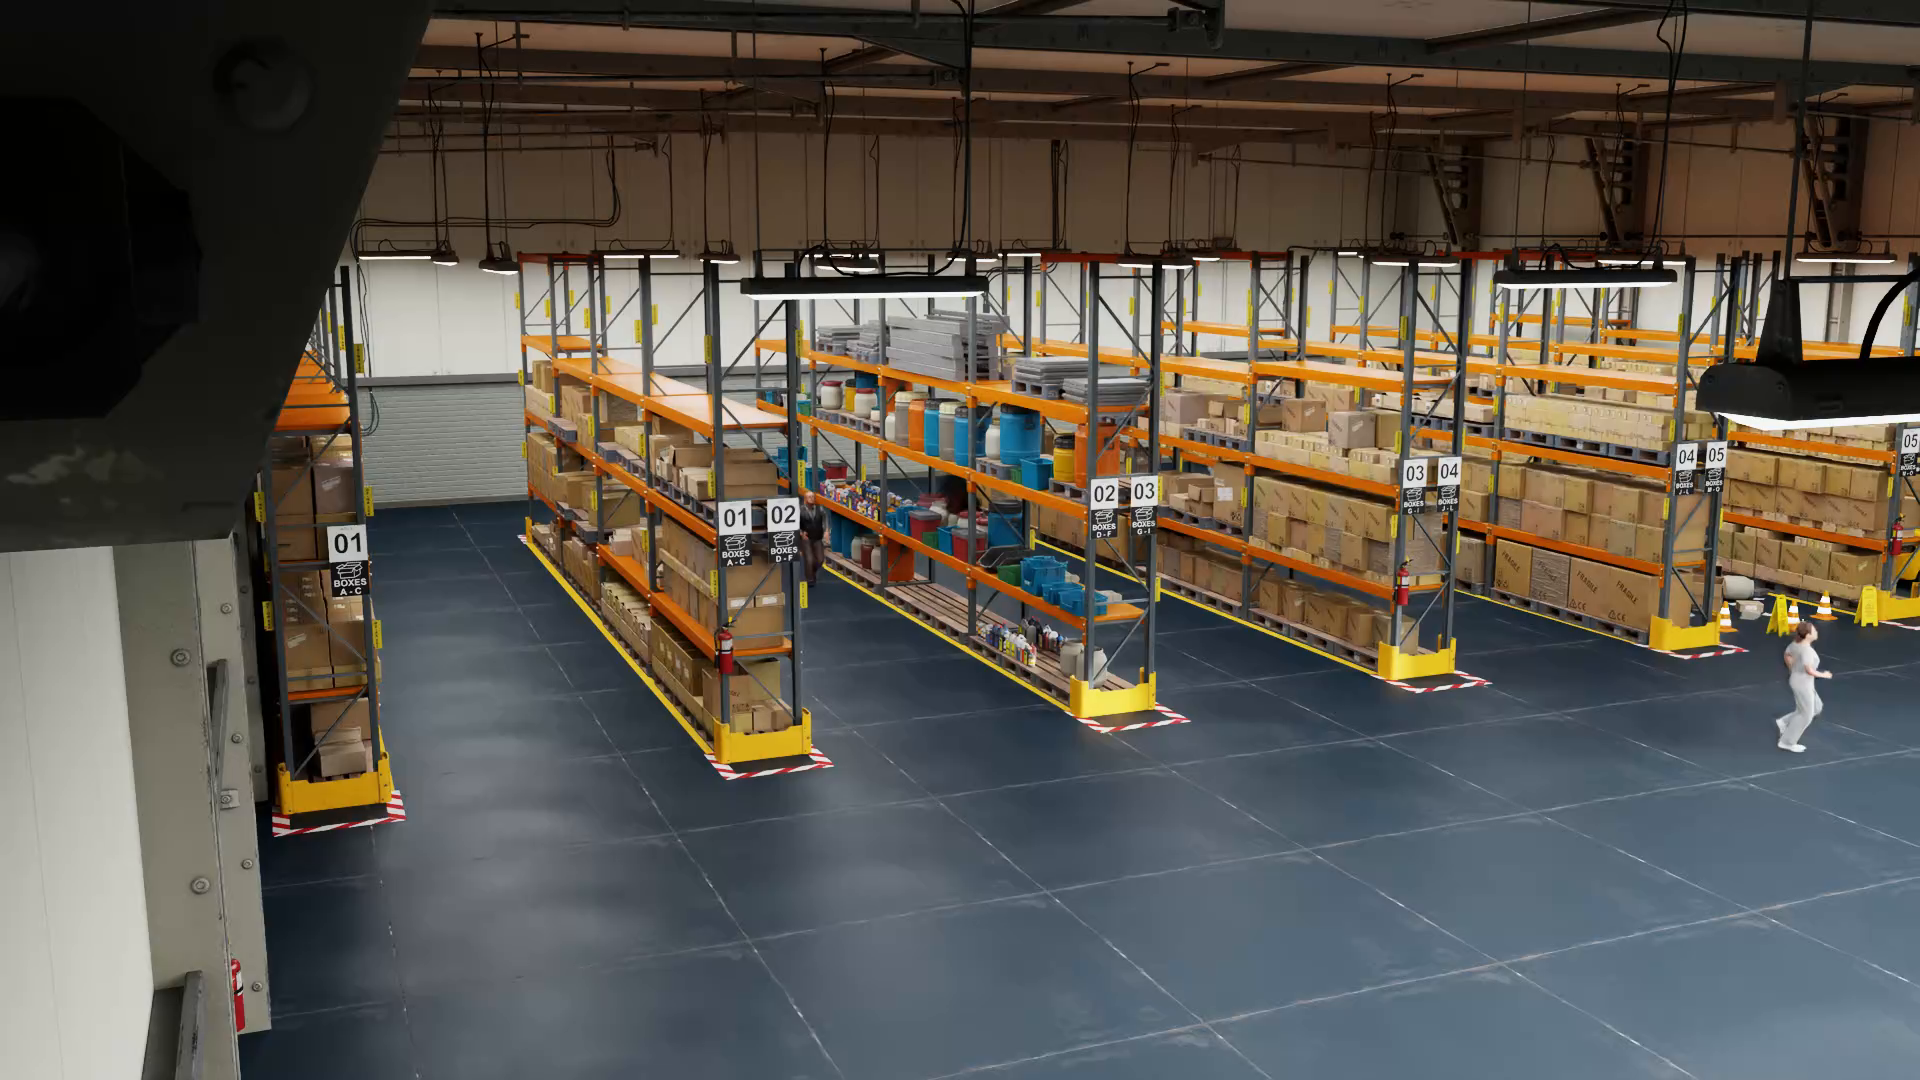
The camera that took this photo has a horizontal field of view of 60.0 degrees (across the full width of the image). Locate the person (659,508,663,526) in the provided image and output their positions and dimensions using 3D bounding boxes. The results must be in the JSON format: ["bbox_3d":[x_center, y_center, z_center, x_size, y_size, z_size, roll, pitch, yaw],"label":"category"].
[{"bbox_3d":[-6.372,-0.700,34.654,0.578,1.621,0.721,-6,12,-32],"label":"person"}]

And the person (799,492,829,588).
[{"bbox_3d":[-2.571,-0.004,28.807,0.707,1.686,0.558,-4,11,-22],"label":"person"}]

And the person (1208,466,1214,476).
[{"bbox_3d":[6.636,-2.148,42.429,0.652,1.634,0.635,-4,11,-21],"label":"person"}]

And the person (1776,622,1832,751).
[{"bbox_3d":[10.473,1.811,20.578,0.520,1.639,0.612,2,11,13],"label":"person"}]
